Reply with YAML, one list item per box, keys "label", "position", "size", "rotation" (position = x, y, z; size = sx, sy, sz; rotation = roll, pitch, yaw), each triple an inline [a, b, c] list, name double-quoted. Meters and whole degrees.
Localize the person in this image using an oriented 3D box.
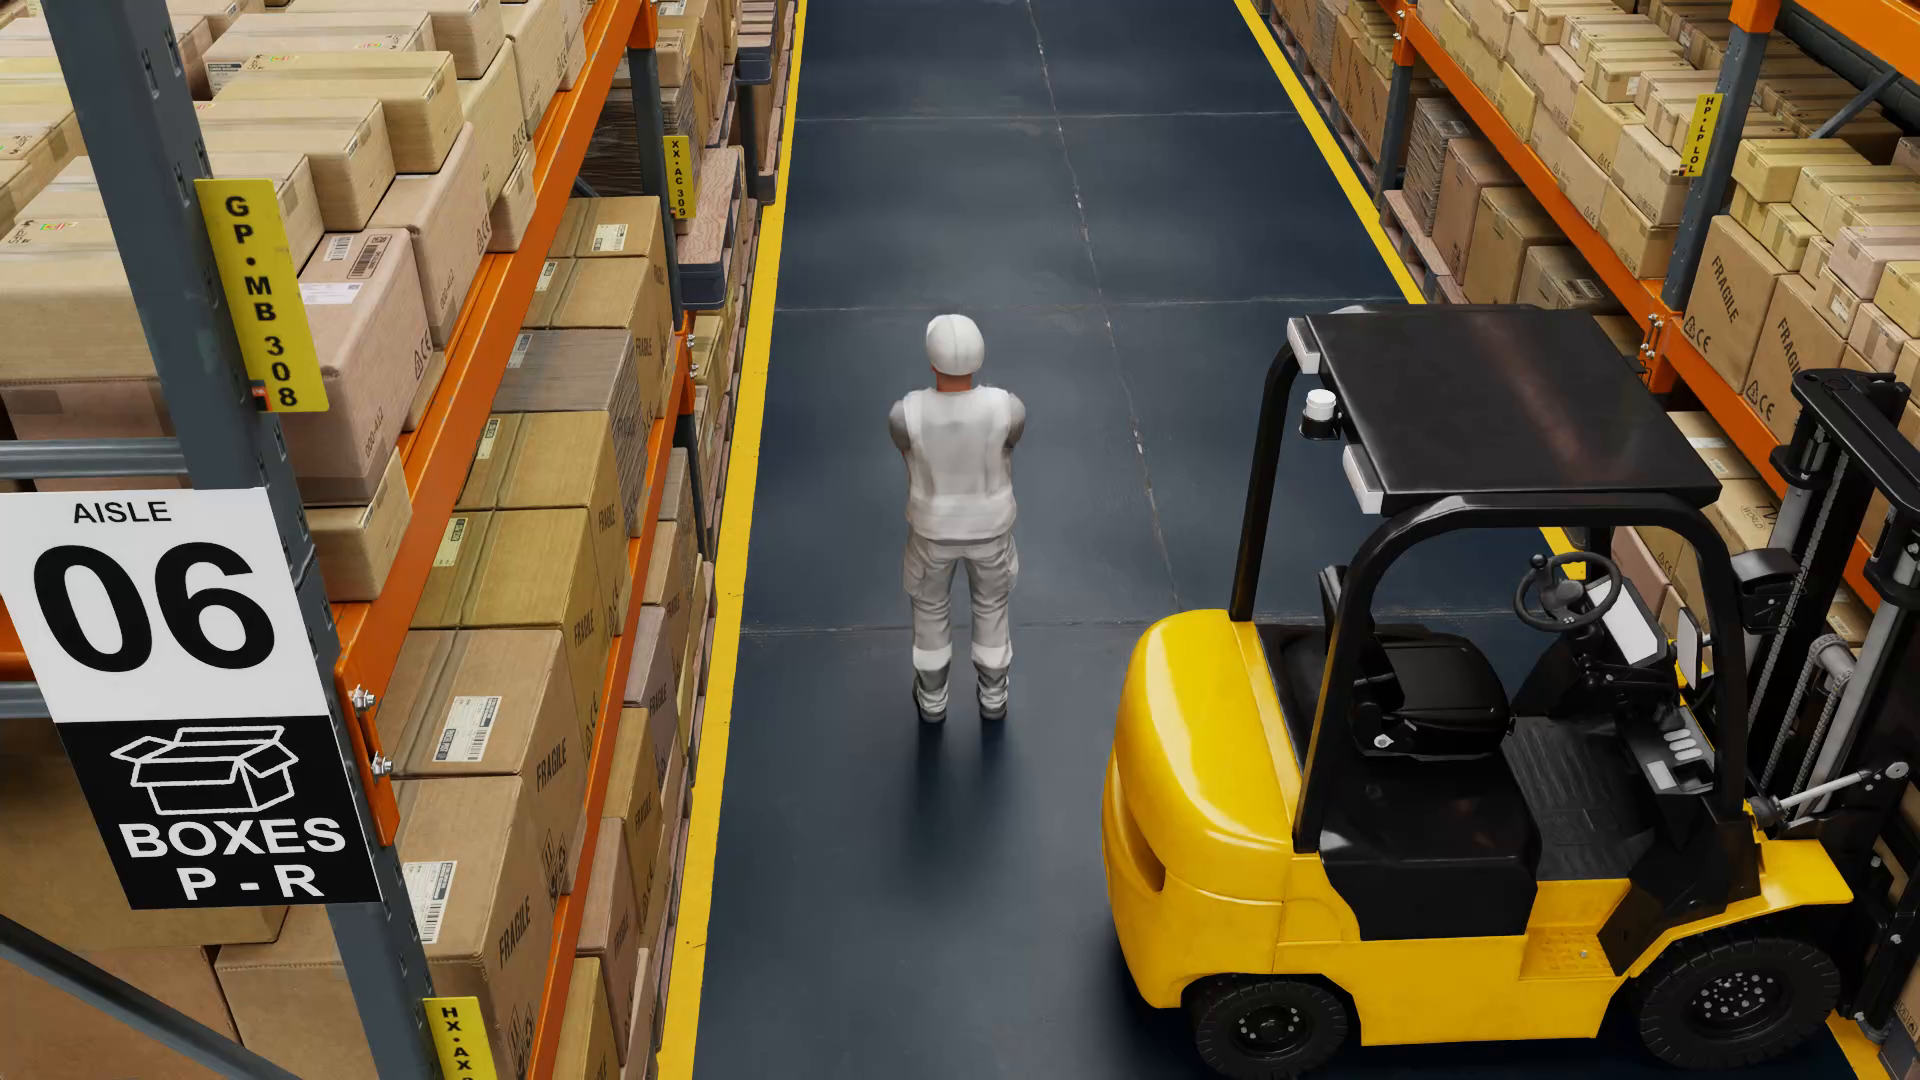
- label: "person"
  position: [-0.016, -0.118, 6.296]
  size: [0.494, 1.783, 0.557]
  rotation: [-2, 35, -3]
